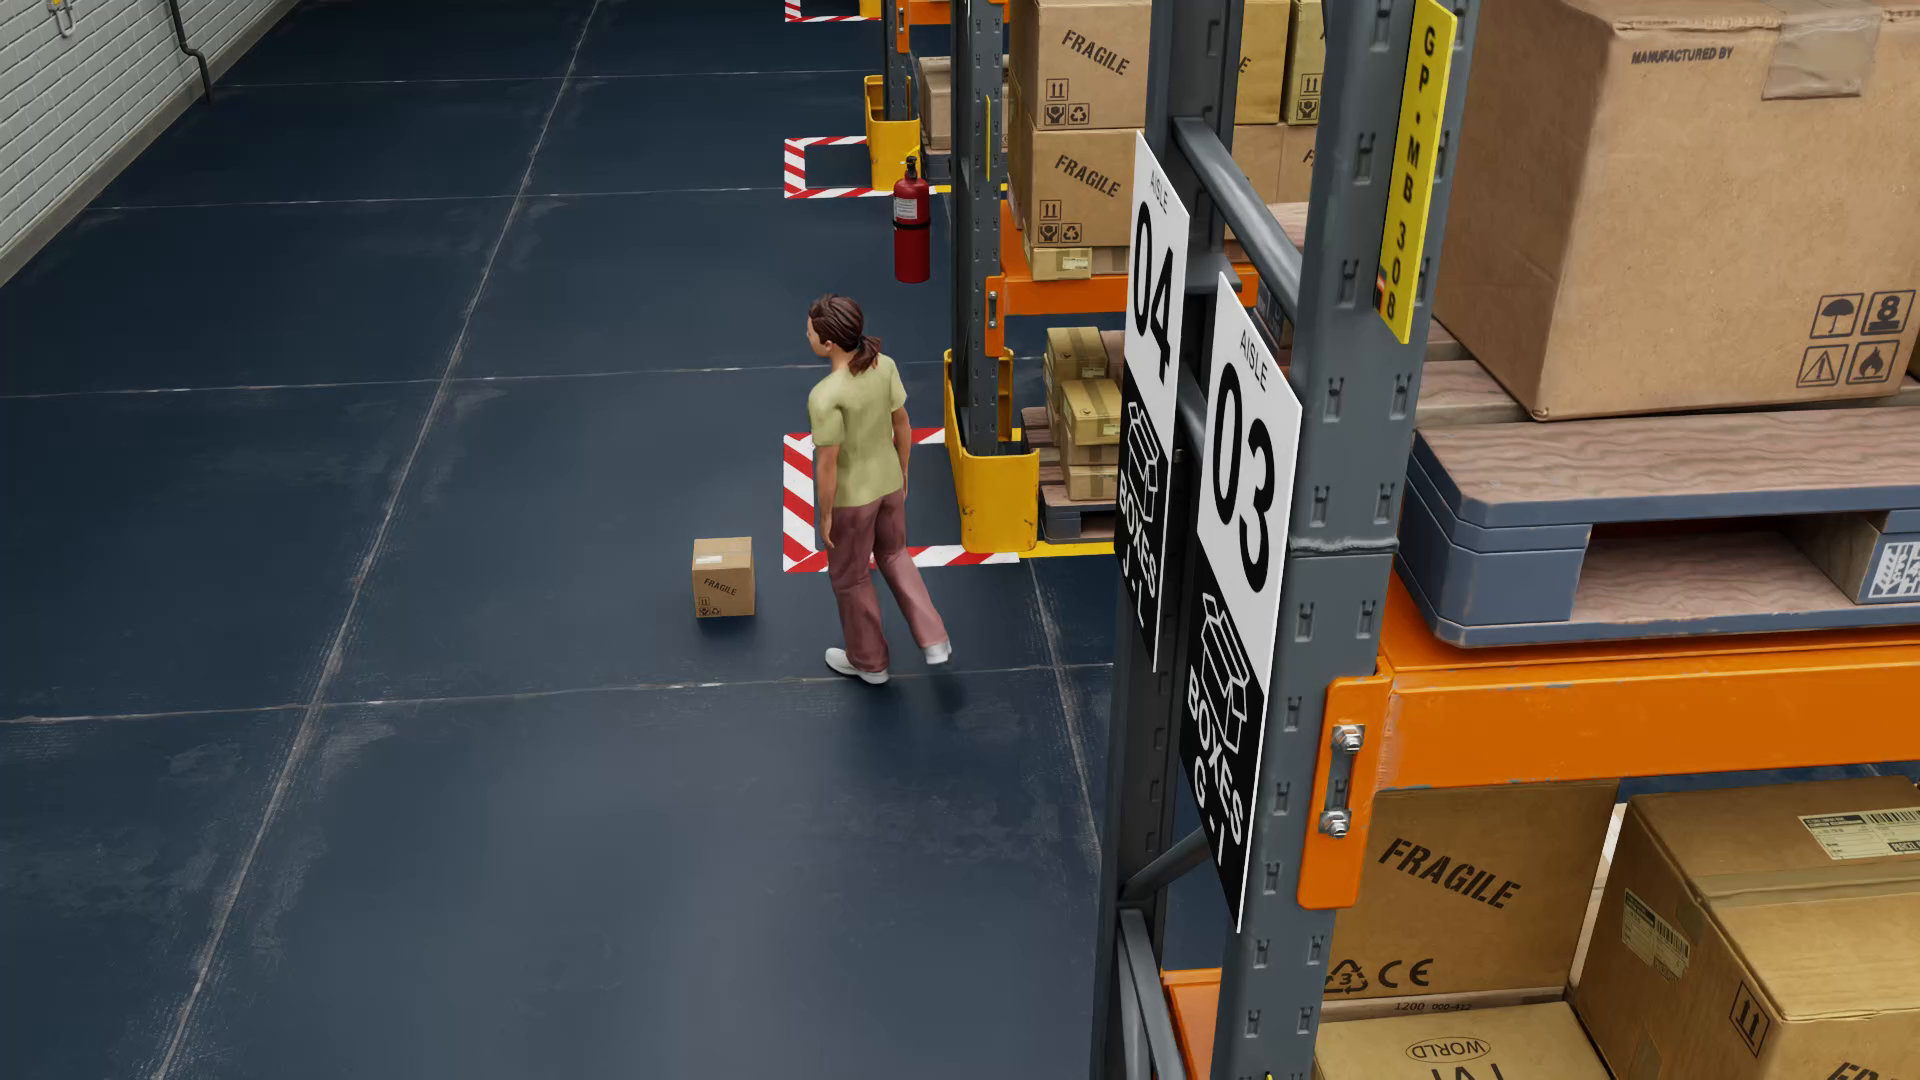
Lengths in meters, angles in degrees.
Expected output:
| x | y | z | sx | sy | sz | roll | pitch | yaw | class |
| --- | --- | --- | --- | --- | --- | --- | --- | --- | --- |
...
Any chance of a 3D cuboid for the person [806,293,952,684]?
| x | y | z | sx | sy | sz | roll | pitch | yaw | class |
| --- | --- | --- | --- | --- | --- | --- | --- | --- | --- |
| -0.311 | -0.140 | 6.360 | 0.563 | 1.669 | 0.512 | 26 | 40 | 36 | person |
